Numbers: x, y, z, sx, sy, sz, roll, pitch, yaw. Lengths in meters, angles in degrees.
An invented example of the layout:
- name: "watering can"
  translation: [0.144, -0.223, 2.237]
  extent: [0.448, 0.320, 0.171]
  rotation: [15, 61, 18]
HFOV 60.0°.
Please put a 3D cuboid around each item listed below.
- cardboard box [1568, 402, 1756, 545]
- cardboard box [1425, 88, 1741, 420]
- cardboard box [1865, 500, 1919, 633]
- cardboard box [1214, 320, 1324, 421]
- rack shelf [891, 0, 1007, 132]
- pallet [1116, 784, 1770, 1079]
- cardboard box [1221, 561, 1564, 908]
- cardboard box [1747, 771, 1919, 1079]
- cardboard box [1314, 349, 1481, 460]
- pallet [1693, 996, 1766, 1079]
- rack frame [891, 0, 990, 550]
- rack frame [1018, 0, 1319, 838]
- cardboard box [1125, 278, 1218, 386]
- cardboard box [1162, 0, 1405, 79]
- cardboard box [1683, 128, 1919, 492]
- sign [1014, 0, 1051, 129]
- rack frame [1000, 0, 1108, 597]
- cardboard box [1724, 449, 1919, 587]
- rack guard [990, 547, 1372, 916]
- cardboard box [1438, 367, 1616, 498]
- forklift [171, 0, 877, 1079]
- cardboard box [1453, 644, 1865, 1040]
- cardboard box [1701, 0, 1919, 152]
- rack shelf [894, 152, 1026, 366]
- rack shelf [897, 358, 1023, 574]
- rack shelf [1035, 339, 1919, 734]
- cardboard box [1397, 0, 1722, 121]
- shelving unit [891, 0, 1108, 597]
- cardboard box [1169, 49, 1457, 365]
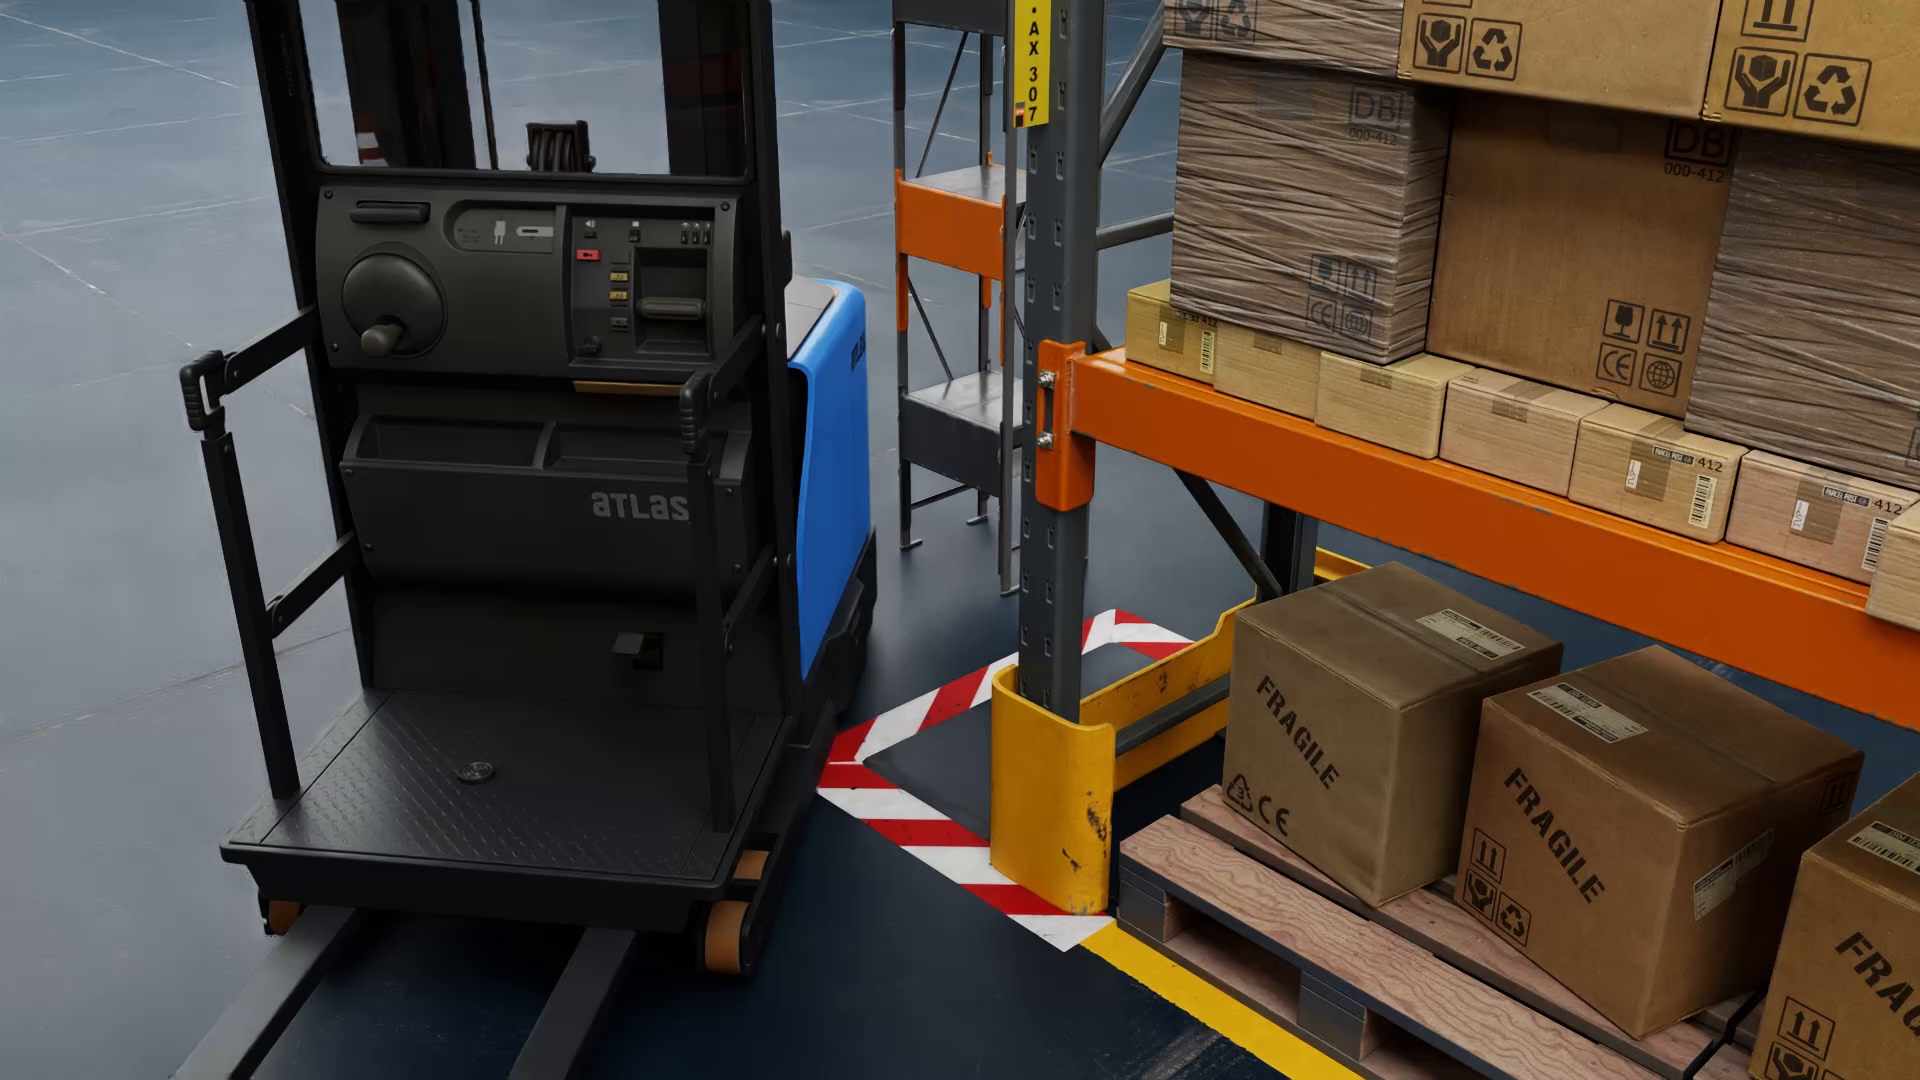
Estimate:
- name: "cardboard box"
  translation: [1.228, -0.148, 2.762]
  extent: [0.380, 0.149, 0.250]
  rotation: [-21, 32, -38]
- name: "cardboard box"
  translation: [1.324, -0.614, 3.002]
  extent: [0.875, 0.500, 0.500]
  rotation: [-21, 32, -38]
- name: "cardboard box"
  translation: [1.514, 0.026, 2.383]
  extent: [0.380, 0.149, 0.250]
  rotation: [-21, 32, -38]
- name: "cardboard box"
  translation: [0.716, -0.375, 3.261]
  extent: [0.380, 0.149, 0.250]
  rotation: [-21, 32, -38]
- name: "rack shelf"
  translation: [0.113, -1.530, 4.919]
  extent: [0.431, 0.518, 0.480]
  rotation: [-21, 32, -38]
- name: "pallet"
  translation: [1.120, 0.823, 3.691]
  extent: [1.003, 0.211, 1.213]
  rotation: [-21, 32, -38]
- name: "cardboard box"
  translation: [0.953, 0.415, 3.731]
  extent: [0.500, 0.500, 0.500]
  rotation: [-15, 28, -29]
- name: "cardboard box"
  translation: [1.801, 0.782, 2.928]
  extent: [0.500, 0.500, 0.500]
  rotation: [-18, 30, -34]
- name: "cardboard box"
  translation: [0.876, -0.295, 3.086]
  extent: [0.380, 0.149, 0.250]
  rotation: [-21, 32, -38]
- name: "pallet"
  translation: [1.950, 1.193, 2.881]
  extent: [1.003, 0.211, 1.213]
  rotation: [-21, 32, -38]
- name: "rack frame"
  translation: [-0.054, -0.979, 5.366]
  extent: [0.400, 2.100, 0.015]
  rotation: [-21, 32, -38]
- name: "rack frame"
  translation: [0.538, -0.725, 3.725]
  extent: [1.000, 3.000, 0.127]
  rotation: [-21, 32, -38]
- name: "cardboard box"
  translation: [0.559, -0.456, 3.439]
  extent: [0.380, 0.149, 0.250]
  rotation: [-21, 32, -38]
- name: "cardboard box"
  translation: [0.715, -1.117, 2.900]
  extent: [0.500, 0.500, 0.500]
  rotation: [-21, 32, -38]
- name: "cardboard box"
  translation: [1.634, -0.450, 2.643]
  extent: [0.875, 0.500, 0.500]
  rotation: [-21, 32, -38]
- name: "sign"
  translation: [0.143, -0.965, 3.207]
  extent: [0.100, 0.325, 0.005]
  rotation: [-21, 32, -38]
- name: "rack frame"
  translation: [0.280, -0.831, 5.042]
  extent: [0.400, 2.100, 0.015]
  rotation: [-21, 32, -38]
- name: "cardboard box"
  translation: [1.418, -0.080, 2.613]
  extent: [0.380, 0.149, 0.250]
  rotation: [-21, 32, -38]
- name: "rack guard"
  translation: [0.590, 0.436, 4.193]
  extent: [1.175, 0.500, 0.348]
  rotation: [-21, 32, -38]
- name: "cardboard box"
  translation: [1.062, -0.225, 2.933]
  extent: [0.380, 0.149, 0.250]
  rotation: [-21, 32, -38]
- name: "forklift"
  translation: [-0.960, -0.532, 3.384]
  extent: [1.130, 2.935, 3.031]
  rotation: [3, 25, 7]
- name: "cardboard box"
  translation: [1.387, 0.587, 3.355]
  extent: [0.500, 0.500, 0.500]
  rotation: [-12, 27, -25]
- name: "cardboard box"
  translation: [1.395, -0.812, 2.232]
  extent: [0.500, 0.500, 0.500]
  rotation: [-21, 32, -38]
- name: "rack shelf"
  translation: [0.113, -0.893, 5.210]
  extent: [0.431, 0.518, 0.480]
  rotation: [-21, 32, -38]
- name: "rack shelf"
  translation: [0.113, -0.256, 5.500]
  extent: [0.431, 0.518, 0.480]
  rotation: [-21, 32, -38]
- name: "rack shelf"
  translation: [1.905, 0.208, 2.546]
  extent: [1.077, 0.370, 4.000]
  rotation: [-21, 32, -38]
- name: "cardboard box"
  translation: [1.052, -0.963, 2.563]
  extent: [0.500, 0.500, 0.500]
  rotation: [-21, 32, -38]
- name: "shelving unit"
  translation: [0.113, -0.905, 5.204]
  extent: [0.431, 2.100, 0.503]
  rotation: [-21, 32, -38]
- name: "cardboard box"
  translation: [0.894, -0.731, 3.260]
  extent: [0.875, 0.500, 0.500]
  rotation: [-21, 32, -38]
